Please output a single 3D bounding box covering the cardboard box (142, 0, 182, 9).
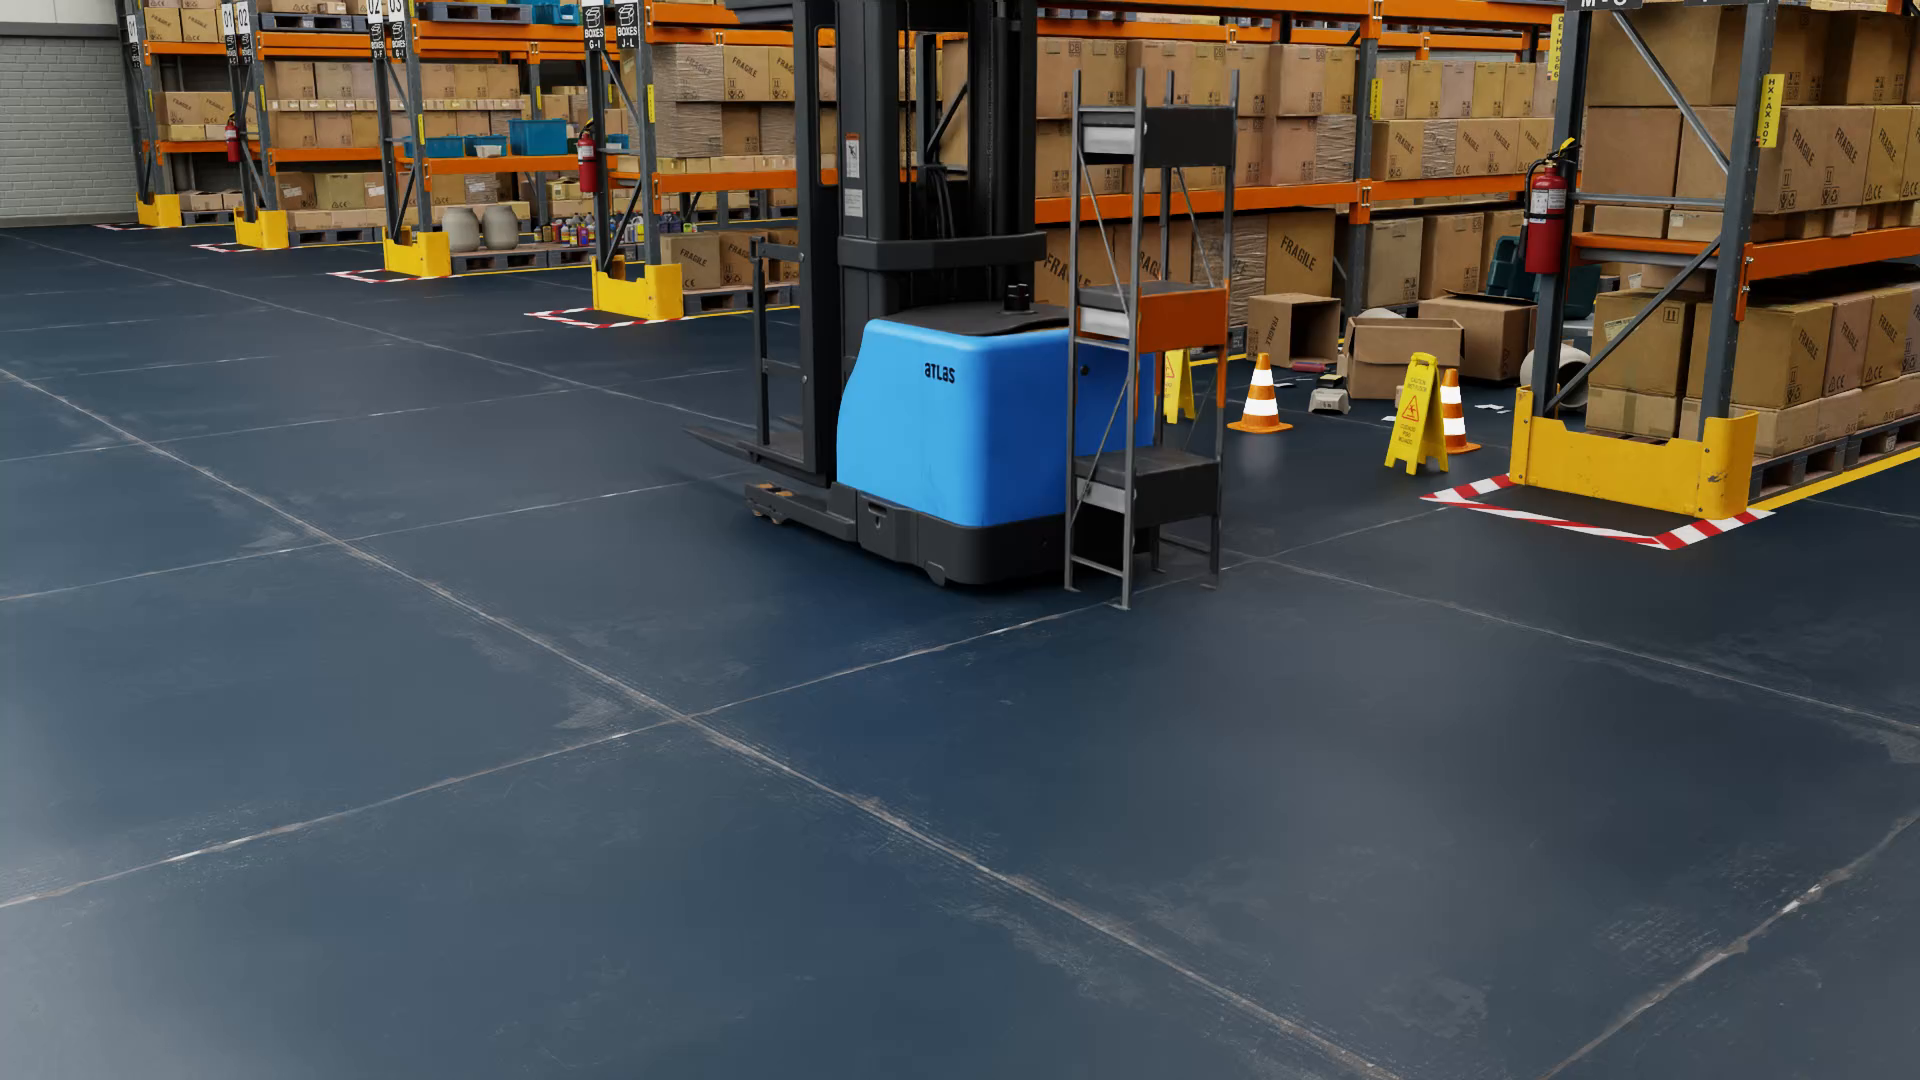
[{"bbox_3d":[-12.430,-8.499,25.774,0.500,0.500,0.500,14,21,43],"label":"cardboard box"}]

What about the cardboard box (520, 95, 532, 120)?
[{"bbox_3d":[-8.118,-7.810,30.131,0.500,0.500,0.700,-13,19,-39],"label":"cardboard box"}]

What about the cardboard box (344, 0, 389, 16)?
[{"bbox_3d":[-8.193,-7.524,23.012,0.500,0.500,0.500,-13,19,-39],"label":"cardboard box"}]

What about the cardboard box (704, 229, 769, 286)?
[{"bbox_3d":[-2.215,-2.804,16.465,0.500,0.500,0.500,-7,17,-25],"label":"cardboard box"}]

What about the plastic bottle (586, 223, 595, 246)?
[{"bbox_3d":[-4.546,-3.761,20.454,0.097,0.271,0.097,0,15,0],"label":"plastic bottle"}]

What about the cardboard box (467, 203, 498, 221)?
[{"bbox_3d":[-7.198,-4.876,24.705,0.500,0.250,0.500,-13,19,-39],"label":"cardboard box"}]

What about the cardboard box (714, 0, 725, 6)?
[{"bbox_3d":[-2.207,-5.095,15.489,0.500,0.250,0.500,-13,20,-41],"label":"cardboard box"}]

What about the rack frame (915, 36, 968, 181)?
[{"bbox_3d":[0.054,-2.615,11.729,0.127,3.000,1.000,-13,19,-39],"label":"rack frame"}]

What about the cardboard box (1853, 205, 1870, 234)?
[{"bbox_3d":[4.601,-1.724,8.878,0.250,0.149,0.380,-12,19,-38],"label":"cardboard box"}]

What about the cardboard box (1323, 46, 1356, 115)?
[{"bbox_3d":[2.771,-3.831,13.898,0.550,0.550,0.875,-13,19,-39],"label":"cardboard box"}]

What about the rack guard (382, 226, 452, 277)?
[{"bbox_3d":[-6.350,-3.377,19.423,0.348,0.500,1.175,-13,19,-39],"label":"rack guard"}]

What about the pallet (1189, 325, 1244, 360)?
[{"bbox_3d":[1.526,-1.625,13.423,1.213,0.211,1.003,-13,19,-39],"label":"pallet"}]

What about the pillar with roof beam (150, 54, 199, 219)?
[{"bbox_3d":[-10.094,-8.838,23.401,0.400,9.000,9.100,-13,19,-39],"label":"pillar with roof beam"}]

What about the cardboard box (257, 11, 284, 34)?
[{"bbox_3d":[-11.256,-8.274,26.868,0.500,0.500,0.500,-11,19,-36],"label":"cardboard box"}]

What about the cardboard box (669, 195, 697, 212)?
[{"bbox_3d":[-4.595,-5.448,26.847,0.500,0.250,0.500,-12,19,-38],"label":"cardboard box"}]

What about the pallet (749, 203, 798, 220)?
[{"bbox_3d":[-3.002,-5.655,28.510,1.213,0.211,1.003,-13,19,-39],"label":"pallet"}]

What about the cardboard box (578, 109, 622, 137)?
[{"bbox_3d":[-5.621,-6.469,25.964,0.500,0.500,0.500,-11,18,-35],"label":"cardboard box"}]

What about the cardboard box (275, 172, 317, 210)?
[{"bbox_3d":[-9.416,-4.913,23.392,0.500,0.500,0.500,-13,19,-39],"label":"cardboard box"}]

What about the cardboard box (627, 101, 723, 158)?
[{"bbox_3d":[-2.693,-3.878,15.686,0.500,0.500,0.875,-13,19,-39],"label":"cardboard box"}]

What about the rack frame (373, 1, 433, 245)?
[{"bbox_3d":[-6.377,-4.562,19.018,0.127,3.000,1.000,-13,19,-39],"label":"rack frame"}]

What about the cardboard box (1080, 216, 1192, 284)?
[{"bbox_3d":[1.185,-2.069,12.987,0.875,0.875,0.875,-13,20,-40],"label":"cardboard box"}]

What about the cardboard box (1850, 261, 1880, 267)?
[{"bbox_3d":[5.641,-1.840,10.630,0.250,0.149,0.380,-12,19,-39],"label":"cardboard box"}]

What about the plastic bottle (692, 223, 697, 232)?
[{"bbox_3d":[-3.428,-3.979,21.402,0.097,0.201,0.097,0,15,0],"label":"plastic bottle"}]

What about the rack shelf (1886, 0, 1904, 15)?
[{"bbox_3d":[4.889,-3.109,9.160,4.000,0.370,1.077,-13,19,-39],"label":"rack shelf"}]

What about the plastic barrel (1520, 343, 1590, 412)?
[{"bbox_3d":[3.944,-1.069,10.931,0.421,0.421,0.512,0,15,-1],"label":"plastic barrel"}]

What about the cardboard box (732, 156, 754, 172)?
[{"bbox_3d":[-2.179,-3.603,15.914,0.250,0.149,0.380,-13,19,-39],"label":"cardboard box"}]

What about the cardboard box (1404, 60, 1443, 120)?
[{"bbox_3d":[3.829,-3.997,14.771,0.500,0.500,0.700,-13,20,-40],"label":"cardboard box"}]

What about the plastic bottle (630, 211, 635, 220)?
[{"bbox_3d":[-4.241,-4.117,21.631,0.185,0.351,0.144,-12,19,-38],"label":"plastic bottle"}]

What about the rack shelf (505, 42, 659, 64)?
[{"bbox_3d":[-5.099,-7.645,26.142,4.000,0.370,1.077,-13,19,-39],"label":"rack shelf"}]

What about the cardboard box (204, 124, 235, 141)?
[{"bbox_3d":[-11.921,-6.540,26.673,0.500,0.250,0.500,-13,20,-41],"label":"cardboard box"}]

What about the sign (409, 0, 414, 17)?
[{"bbox_3d":[-6.019,-5.908,18.226,0.005,0.325,0.100,-13,19,-39],"label":"sign"}]

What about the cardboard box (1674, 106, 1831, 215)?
[{"bbox_3d":[3.919,-1.887,8.233,0.500,0.500,0.500,-13,20,-40],"label":"cardboard box"}]

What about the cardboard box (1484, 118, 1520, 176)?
[{"bbox_3d":[4.787,-3.634,15.348,0.500,0.500,0.500,-12,19,-39],"label":"cardboard box"}]

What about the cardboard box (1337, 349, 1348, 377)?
[{"bbox_3d":[2.984,-1.322,12.186,0.258,0.266,0.396,-9,17,-30],"label":"cardboard box"}]

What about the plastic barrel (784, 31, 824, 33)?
[{"bbox_3d":[-2.131,-7.281,22.413,0.708,0.901,0.600,-13,19,-39],"label":"plastic barrel"}]

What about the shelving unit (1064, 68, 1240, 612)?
[{"bbox_3d":[0.759,-0.805,6.696,0.503,2.100,0.431,-11,18,-34],"label":"shelving unit"}]

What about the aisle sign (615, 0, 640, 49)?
[{"bbox_3d":[-2.975,-4.785,14.815,0.004,0.787,0.394,-13,19,-39],"label":"aisle sign"}]

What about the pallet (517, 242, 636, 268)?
[{"bbox_3d":[-4.814,-3.579,20.742,1.213,0.211,1.003,-13,19,-39],"label":"pallet"}]

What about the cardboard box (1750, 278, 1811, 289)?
[{"bbox_3d":[4.590,-1.265,9.736,0.500,0.500,0.500,-13,20,-41],"label":"cardboard box"}]

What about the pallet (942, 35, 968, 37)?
[{"bbox_3d":[0.299,-7.386,24.143,1.213,0.211,1.003,-13,19,-39],"label":"pallet"}]

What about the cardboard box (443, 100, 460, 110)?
[{"bbox_3d":[-7.441,-6.307,24.098,0.250,0.149,0.380,-13,20,-40],"label":"cardboard box"}]

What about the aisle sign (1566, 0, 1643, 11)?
[{"bbox_3d":[3.143,-2.971,8.022,0.004,0.787,0.394,-13,19,-39],"label":"aisle sign"}]

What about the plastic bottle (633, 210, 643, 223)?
[{"bbox_3d":[-4.146,-4.089,21.526,0.185,0.351,0.144,-13,19,-39],"label":"plastic bottle"}]

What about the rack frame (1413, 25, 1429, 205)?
[{"bbox_3d":[5.927,-5.631,23.019,0.127,3.000,1.000,-13,19,-39],"label":"rack frame"}]

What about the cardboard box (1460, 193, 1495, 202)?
[{"bbox_3d":[7.156,-5.056,24.170,0.875,0.875,0.875,-13,19,-39],"label":"cardboard box"}]

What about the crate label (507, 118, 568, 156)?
[{"bbox_3d":[-5.166,-4.944,20.378,0.616,0.435,0.502,-13,19,-39],"label":"crate label"}]

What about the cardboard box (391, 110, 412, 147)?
[{"bbox_3d":[-8.099,-5.915,23.888,0.500,0.500,0.700,-12,19,-38],"label":"cardboard box"}]

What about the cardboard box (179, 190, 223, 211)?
[{"bbox_3d":[-12.299,-5.504,26.902,0.500,0.311,0.500,13,20,41],"label":"cardboard box"}]

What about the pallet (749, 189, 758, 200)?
[{"bbox_3d":[-4.360,-7.031,33.665,1.213,0.211,1.003,-13,19,-39],"label":"pallet"}]

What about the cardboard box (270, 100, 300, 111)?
[{"bbox_3d":[-9.188,-5.914,22.626,0.250,0.149,0.380,-13,20,-40],"label":"cardboard box"}]

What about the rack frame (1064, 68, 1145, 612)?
[{"bbox_3d":[0.561,-0.768,6.558,0.015,2.100,0.400,-11,18,-34],"label":"rack frame"}]

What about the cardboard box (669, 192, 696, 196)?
[{"bbox_3d":[-4.594,-5.717,26.768,0.500,0.311,0.500,-13,20,-40],"label":"cardboard box"}]

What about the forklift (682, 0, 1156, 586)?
[{"bbox_3d":[-0.398,-1.551,7.875,1.130,2.935,3.031,-10,18,-34],"label":"forklift"}]
